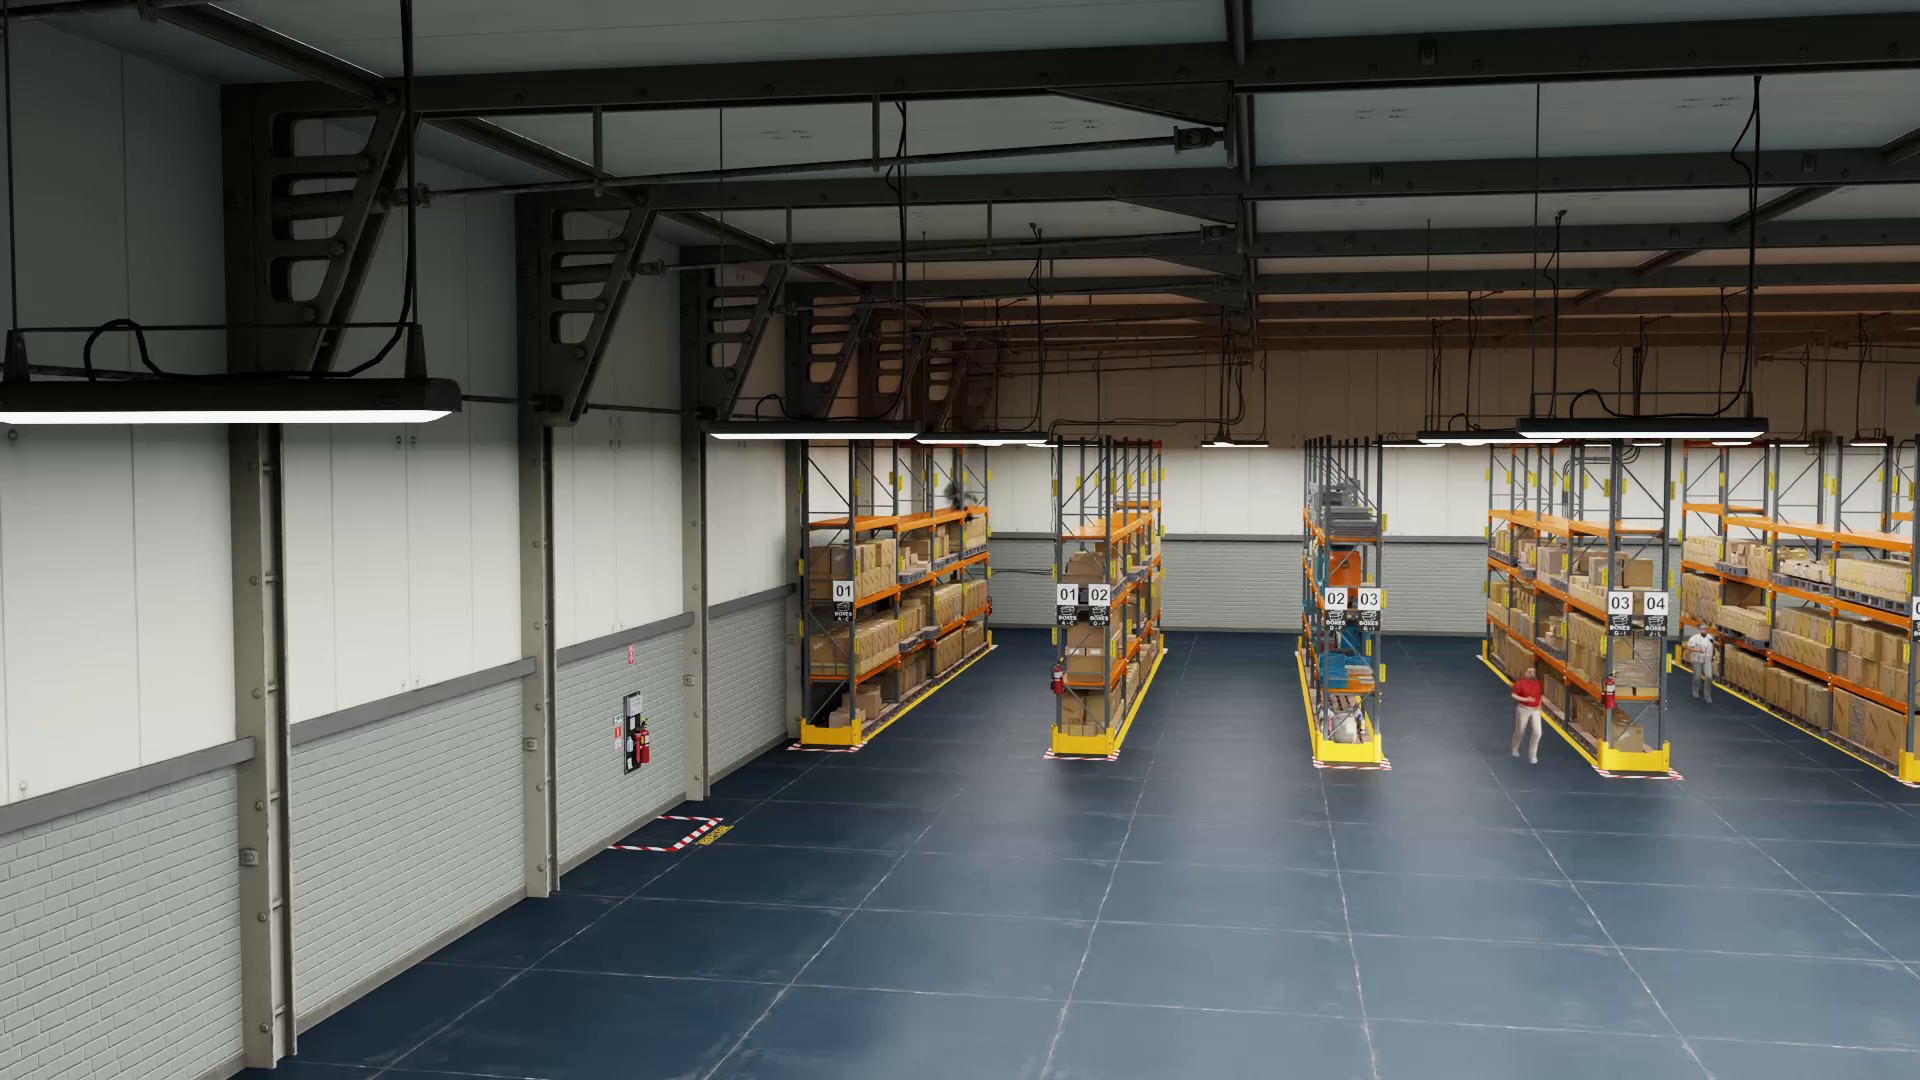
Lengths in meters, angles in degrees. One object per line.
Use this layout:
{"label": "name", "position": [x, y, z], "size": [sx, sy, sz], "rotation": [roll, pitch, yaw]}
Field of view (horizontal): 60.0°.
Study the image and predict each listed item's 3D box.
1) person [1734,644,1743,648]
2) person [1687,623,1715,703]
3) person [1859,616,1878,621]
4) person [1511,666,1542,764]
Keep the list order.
{"label": "person", "position": [21.129, 2.514, 45.118], "size": [0.767, 1.620, 0.508], "rotation": [-2, 4, -37]}
{"label": "person", "position": [16.935, 2.799, 37.985], "size": [0.641, 1.852, 0.797], "rotation": [1, 3, 10]}
{"label": "person", "position": [24.674, 2.386, 45.070], "size": [0.928, 1.769, 0.703], "rotation": [2, 4, 32]}
{"label": "person", "position": [10.448, 3.221, 30.608], "size": [0.670, 1.811, 0.779], "rotation": [0, 3, -5]}
